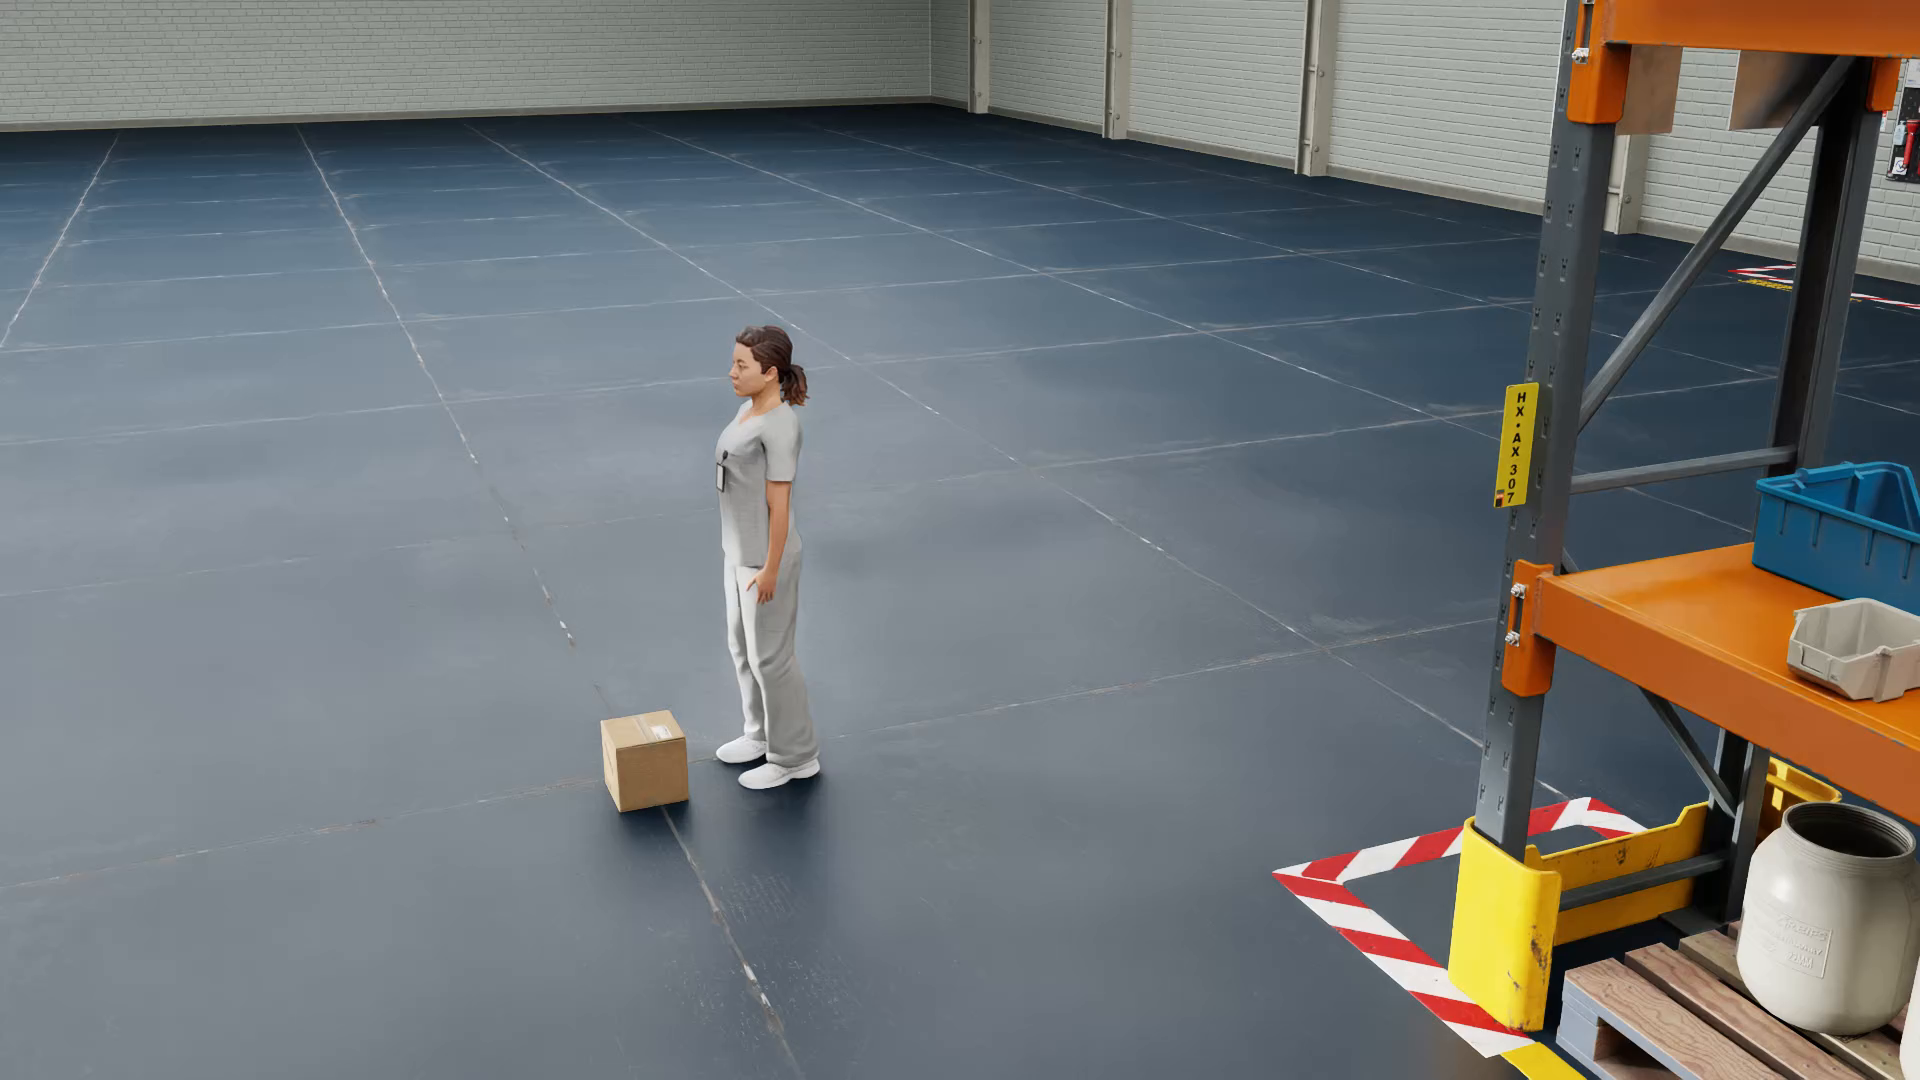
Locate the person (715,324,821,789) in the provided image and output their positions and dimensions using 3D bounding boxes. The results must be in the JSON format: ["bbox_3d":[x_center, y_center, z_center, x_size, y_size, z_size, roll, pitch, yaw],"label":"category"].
[{"bbox_3d":[-0.690,0.064,5.905,0.369,1.671,0.435,-7,20,-21],"label":"person"}]
